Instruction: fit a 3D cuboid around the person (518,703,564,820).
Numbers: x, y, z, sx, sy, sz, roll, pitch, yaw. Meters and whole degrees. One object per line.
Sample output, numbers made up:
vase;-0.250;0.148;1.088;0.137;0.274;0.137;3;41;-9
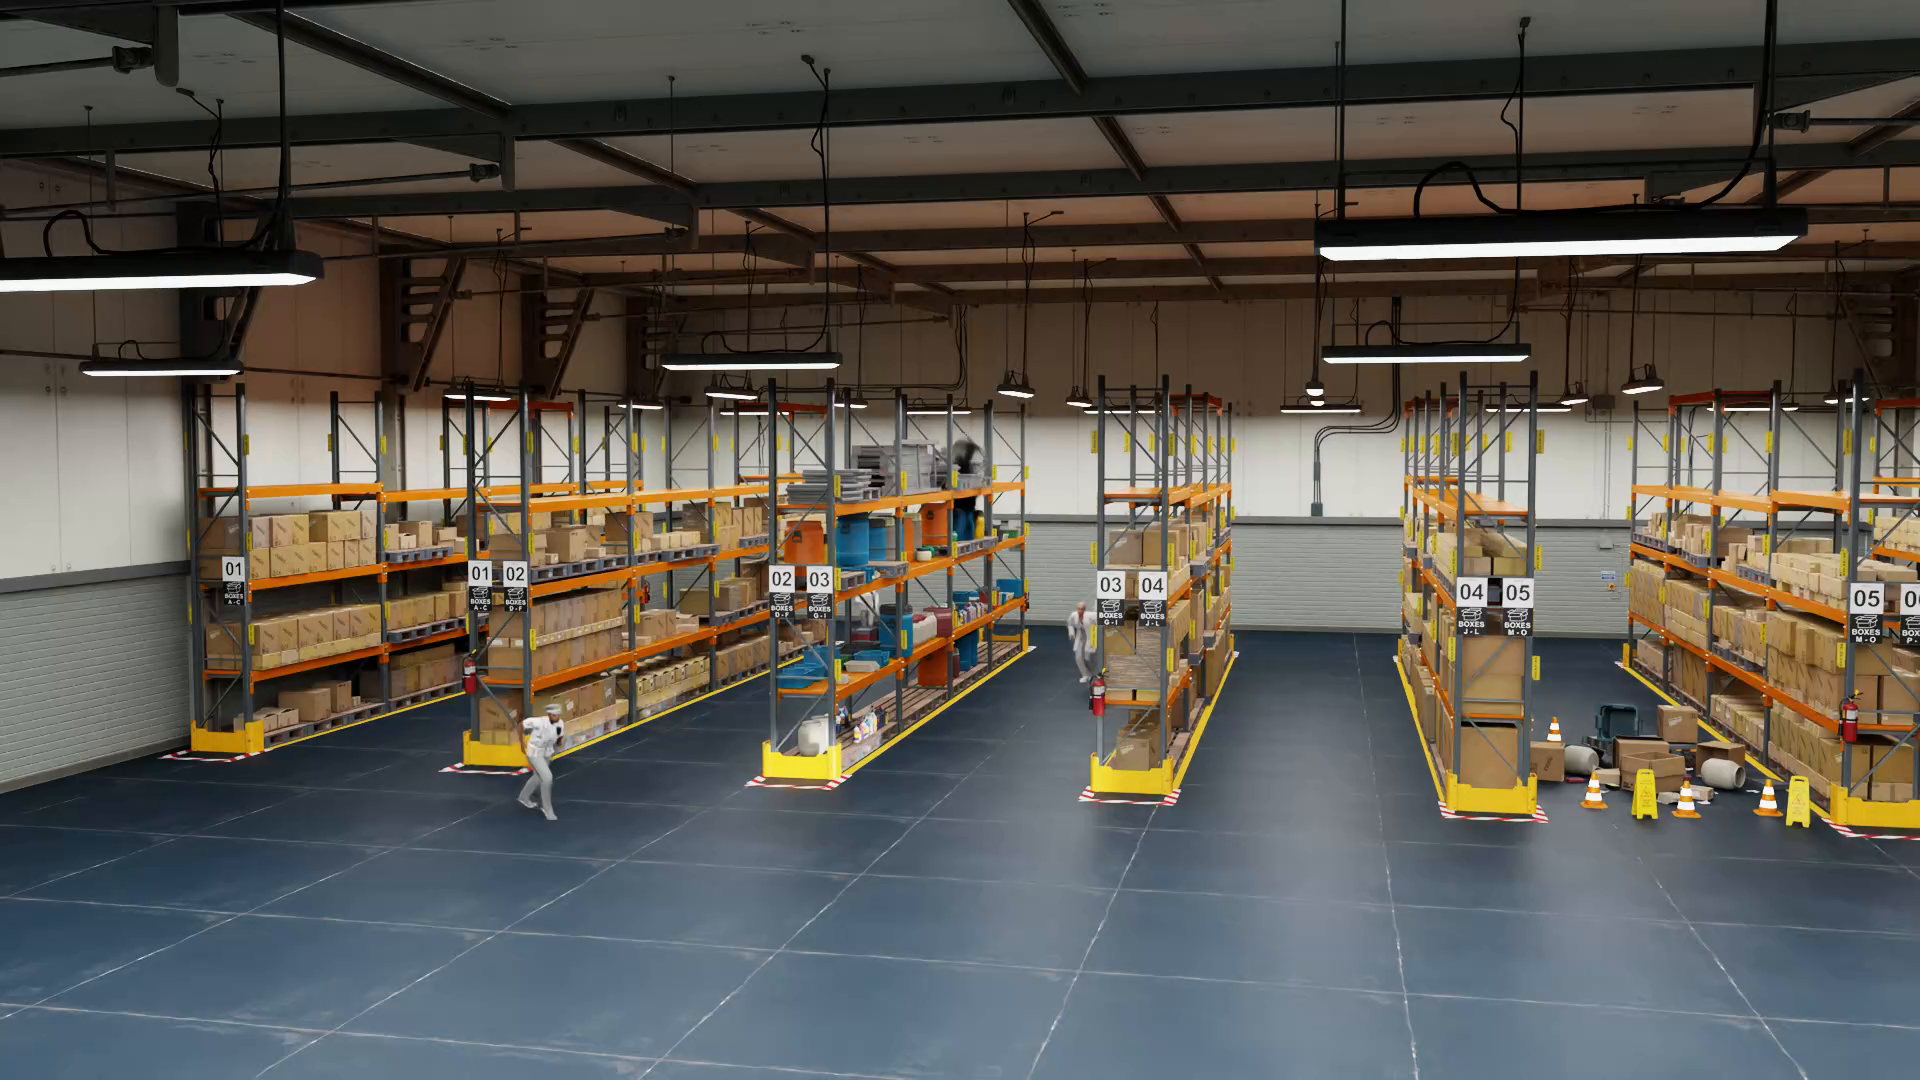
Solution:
person;-5.692;2.969;22.403;0.966;1.615;0.617;3;4;40

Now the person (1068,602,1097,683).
person;2.508;2.023;33.012;0.728;1.631;0.837;1;3;19

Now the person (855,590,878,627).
person;-2.327;1.782;41.552;0.571;1.745;0.831;0;3;-2

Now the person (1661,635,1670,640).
person;16.533;1.971;38.313;0.827;1.734;0.575;0;3;8
